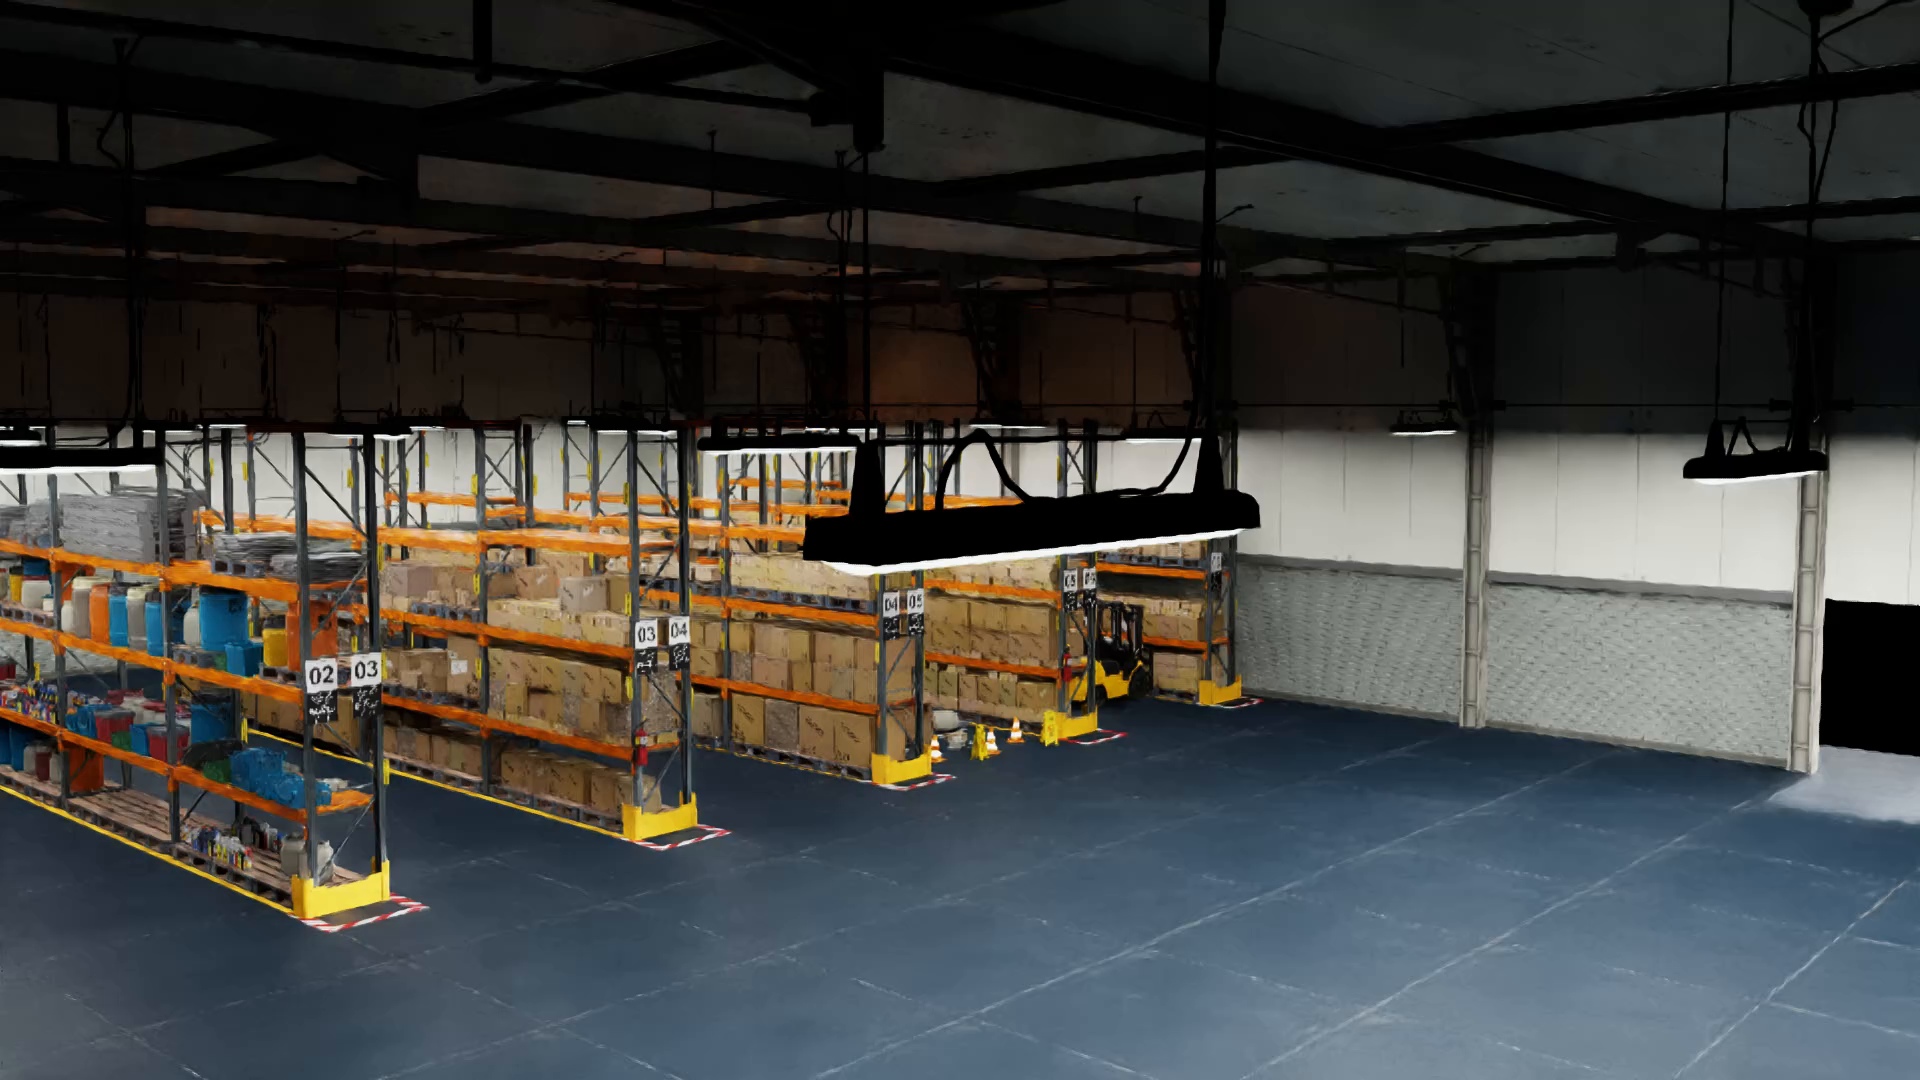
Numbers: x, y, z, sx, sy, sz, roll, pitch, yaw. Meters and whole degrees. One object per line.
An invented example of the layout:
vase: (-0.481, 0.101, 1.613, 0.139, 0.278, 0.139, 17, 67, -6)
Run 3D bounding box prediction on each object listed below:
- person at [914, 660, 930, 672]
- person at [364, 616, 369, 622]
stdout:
person: (-0.729, 2.257, 38.815, 0.635, 1.771, 0.693, -2, 5, -23)
person: (-13.029, 2.501, 36.387, 1.119, 1.700, 0.543, 4, 6, 40)
